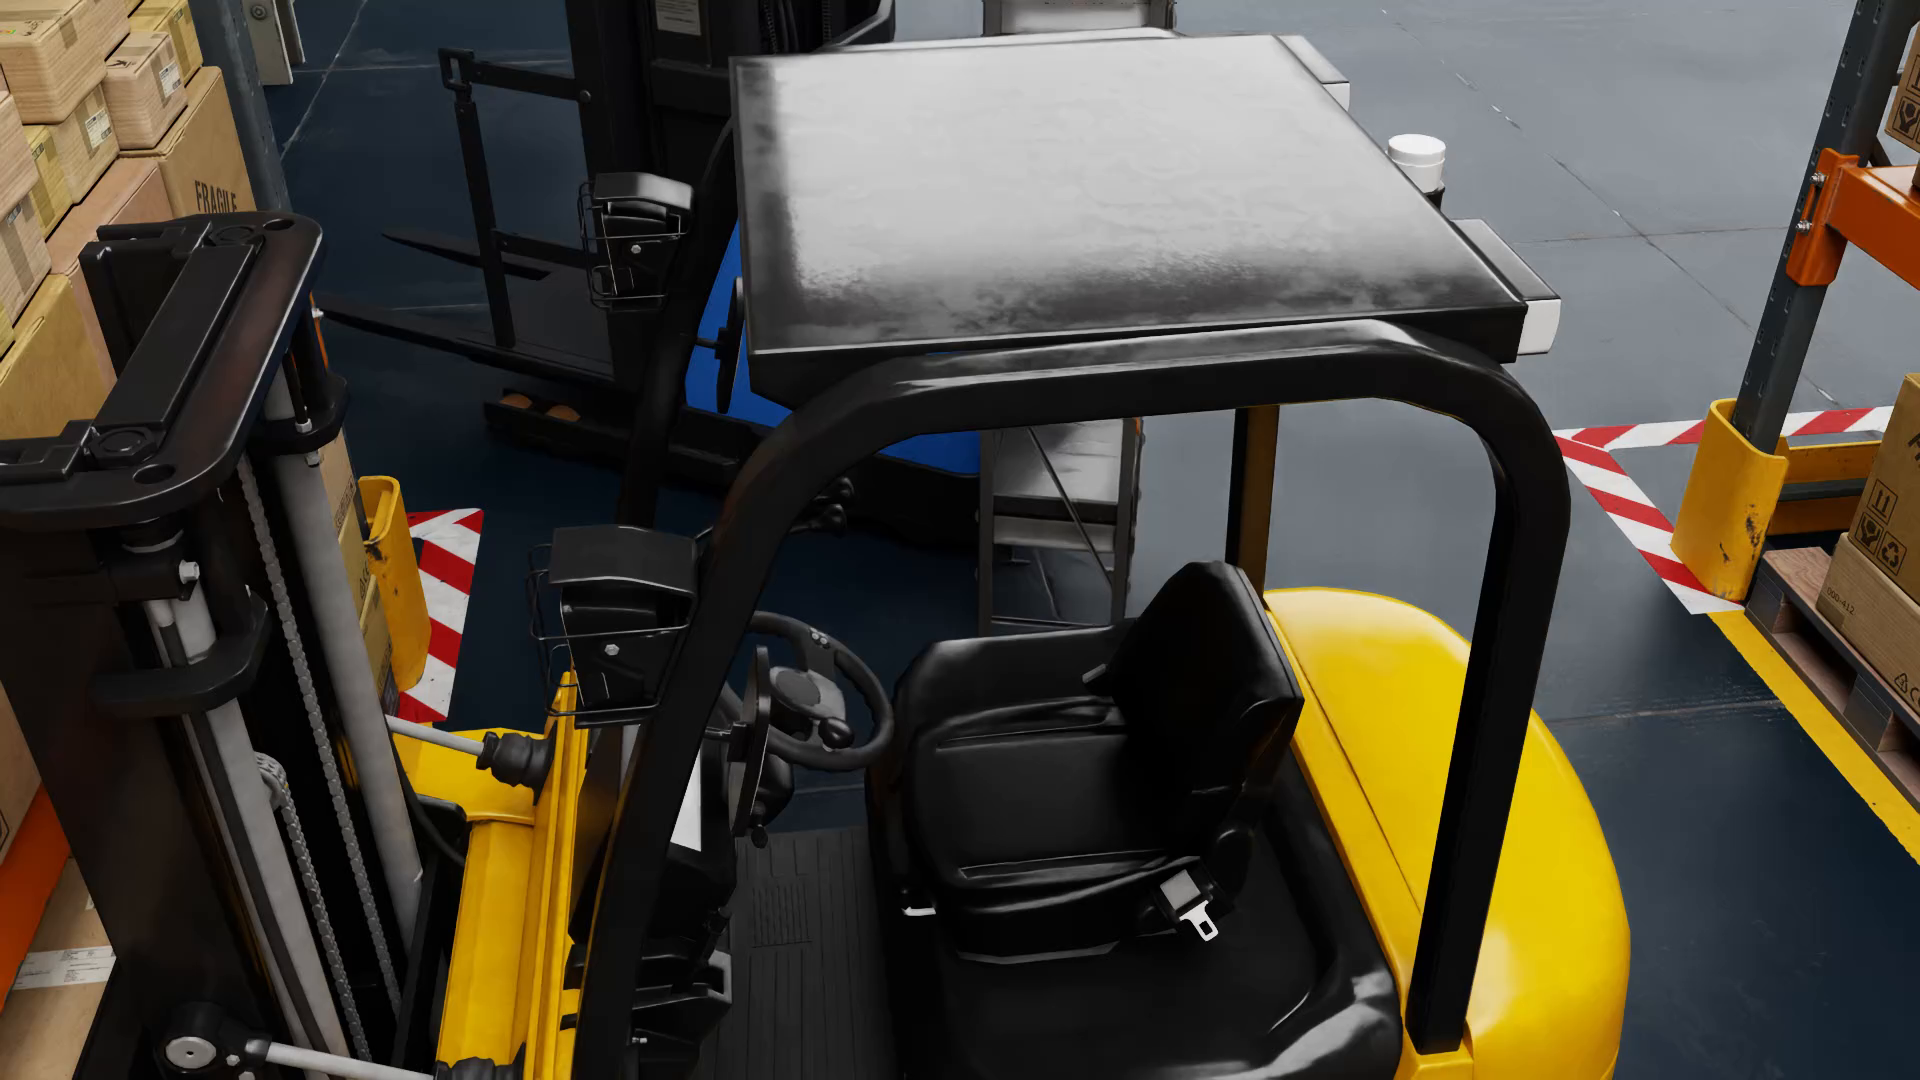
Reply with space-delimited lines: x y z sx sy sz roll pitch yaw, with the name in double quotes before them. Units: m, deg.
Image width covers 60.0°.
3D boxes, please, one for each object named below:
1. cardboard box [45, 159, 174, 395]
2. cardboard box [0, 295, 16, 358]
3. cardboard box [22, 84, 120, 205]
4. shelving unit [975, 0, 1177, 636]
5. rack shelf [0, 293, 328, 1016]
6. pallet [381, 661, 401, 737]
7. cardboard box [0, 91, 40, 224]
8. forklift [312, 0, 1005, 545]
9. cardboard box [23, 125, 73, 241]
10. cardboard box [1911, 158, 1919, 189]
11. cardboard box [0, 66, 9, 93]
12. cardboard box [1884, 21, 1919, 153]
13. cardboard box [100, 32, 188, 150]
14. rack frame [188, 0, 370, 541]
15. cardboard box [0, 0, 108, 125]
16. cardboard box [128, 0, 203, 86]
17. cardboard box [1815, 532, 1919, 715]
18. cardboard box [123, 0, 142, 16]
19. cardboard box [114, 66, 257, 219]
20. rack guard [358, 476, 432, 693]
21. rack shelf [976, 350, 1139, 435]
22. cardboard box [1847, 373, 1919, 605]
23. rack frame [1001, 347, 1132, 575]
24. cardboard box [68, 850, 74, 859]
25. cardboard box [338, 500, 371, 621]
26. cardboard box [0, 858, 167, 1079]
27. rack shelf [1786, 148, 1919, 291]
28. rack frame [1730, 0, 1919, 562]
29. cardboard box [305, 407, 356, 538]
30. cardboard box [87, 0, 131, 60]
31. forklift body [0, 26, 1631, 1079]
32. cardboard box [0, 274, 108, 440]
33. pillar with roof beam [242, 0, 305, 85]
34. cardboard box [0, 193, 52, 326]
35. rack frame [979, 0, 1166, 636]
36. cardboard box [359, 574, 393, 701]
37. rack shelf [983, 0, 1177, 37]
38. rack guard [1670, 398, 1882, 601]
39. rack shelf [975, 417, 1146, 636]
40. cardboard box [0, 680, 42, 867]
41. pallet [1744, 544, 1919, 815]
"cardboard box" -1.719 -0.352 3.015 0.500 0.500 0.500 -3 34 -5
"cardboard box" -1.585 -0.279 2.331 0.380 0.149 0.250 -4 34 -6
"cardboard box" -1.744 -0.703 2.954 0.380 0.149 0.250 -4 34 -5
"shelving unit" 0.290 -0.646 4.332 0.431 2.100 0.503 5 35 7
"rack shelf" -1.837 0.557 2.407 1.077 0.370 4.000 -4 35 -6
"pallet" -1.962 0.720 4.006 1.003 0.211 1.213 -4 35 -6
"cardboard box" -1.618 -0.544 2.455 0.380 0.149 0.250 -4 34 -5
"forklift" -1.067 -1.752 5.219 3.031 2.935 1.130 15 37 21
"cardboard box" -1.722 -0.564 2.749 0.380 0.149 0.250 -5 35 -7
"cardboard box" 2.653 -0.925 4.167 0.380 0.149 0.250 -4 35 -6
"cardboard box" -1.763 -0.681 2.656 0.380 0.149 0.250 -4 34 -6
"cardboard box" 2.601 -1.113 3.866 0.500 0.500 0.500 -5 35 -7
"cardboard box" -1.718 -0.853 3.173 0.380 0.149 0.250 -4 34 -6
"rack frame" -2.106 -0.856 3.842 1.000 3.000 0.127 -4 35 -6
"cardboard box" -1.723 -0.825 2.868 0.380 0.149 0.250 -4 34 -5
"cardboard box" -1.782 -0.993 3.379 0.380 0.149 0.250 -4 34 -6
"cardboard box" 2.646 0.200 4.362 0.500 0.250 0.500 -5 35 -7
"cardboard box" -1.849 -1.104 3.278 0.380 0.149 0.250 -4 35 -6
"cardboard box" -1.780 -0.643 3.440 0.500 0.500 0.500 -5 35 -7
"rack guard" -2.109 0.164 4.566 1.175 0.500 0.348 -4 35 -6
"rack shelf" 0.290 -0.634 4.339 0.431 0.518 0.480 5 35 7
"cardboard box" 2.650 -0.097 4.131 0.500 0.500 0.500 -5 35 -8
"rack frame" 0.327 -0.782 4.531 0.400 2.100 0.015 5 35 7
"cardboard box" -1.583 0.492 3.045 0.500 0.250 0.500 -4 34 -6
"cardboard box" -1.731 0.148 3.994 0.500 0.250 0.500 -5 35 -7
"cardboard box" -1.522 0.776 2.629 0.500 0.250 0.500 -5 35 -7
"rack shelf" 3.081 0.179 2.962 1.077 0.370 4.000 -4 35 -6
"rack frame" 2.812 -1.234 4.397 1.000 3.000 0.127 -4 35 -6
"cardboard box" -1.735 -0.073 3.874 0.500 0.250 0.500 -3 34 -5
"cardboard box" -1.785 -0.969 3.079 0.380 0.149 0.250 -4 35 -6
"forklift body" -0.043 0.415 2.731 2.313 2.155 1.214 -4 35 -6
"cardboard box" -1.650 -0.066 2.595 0.500 0.500 0.500 -5 35 -7
"pillar with roof beam" 0.553 -6.552 6.874 9.100 9.000 0.400 -4 35 -6
"cardboard box" -1.639 -0.419 2.536 0.380 0.149 0.250 -5 35 -8
"rack frame" 0.253 -0.509 4.132 0.400 2.100 0.015 5 35 7
"cardboard box" -1.730 0.345 4.149 0.500 0.250 0.500 -4 34 -6
"rack shelf" 0.291 -1.212 3.944 0.431 0.518 0.480 5 35 7
"rack guard" 2.822 -0.159 5.039 1.175 0.500 0.348 -4 35 -6
"rack shelf" 0.289 -0.057 4.735 0.431 0.518 0.480 5 35 7
"cardboard box" -1.571 0.213 2.185 0.500 0.500 0.500 -4 34 -6
"pallet" 2.896 0.417 4.451 1.003 0.211 1.213 -4 35 -6
